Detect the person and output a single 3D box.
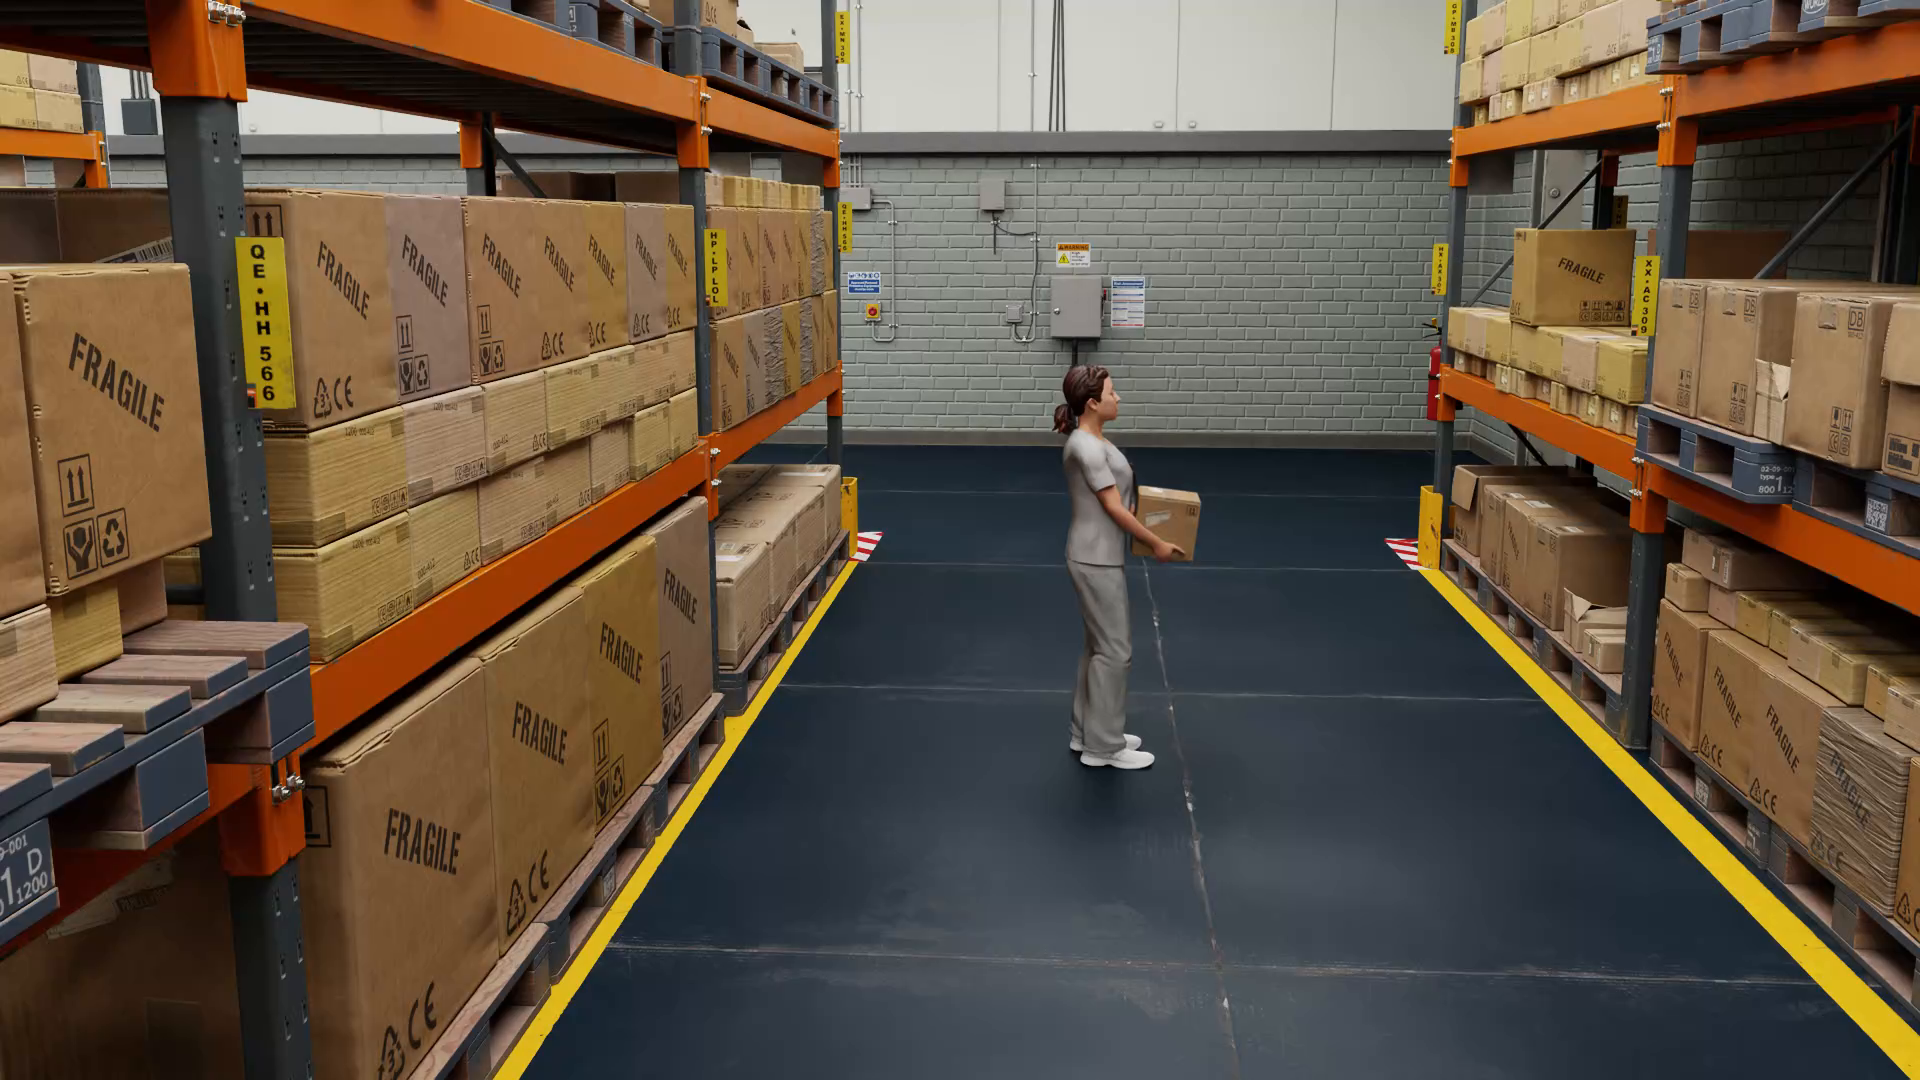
[{"bbox_3d":[0.648,0.107,6.902,0.554,1.666,0.436,1,11,5],"label":"person"}]
